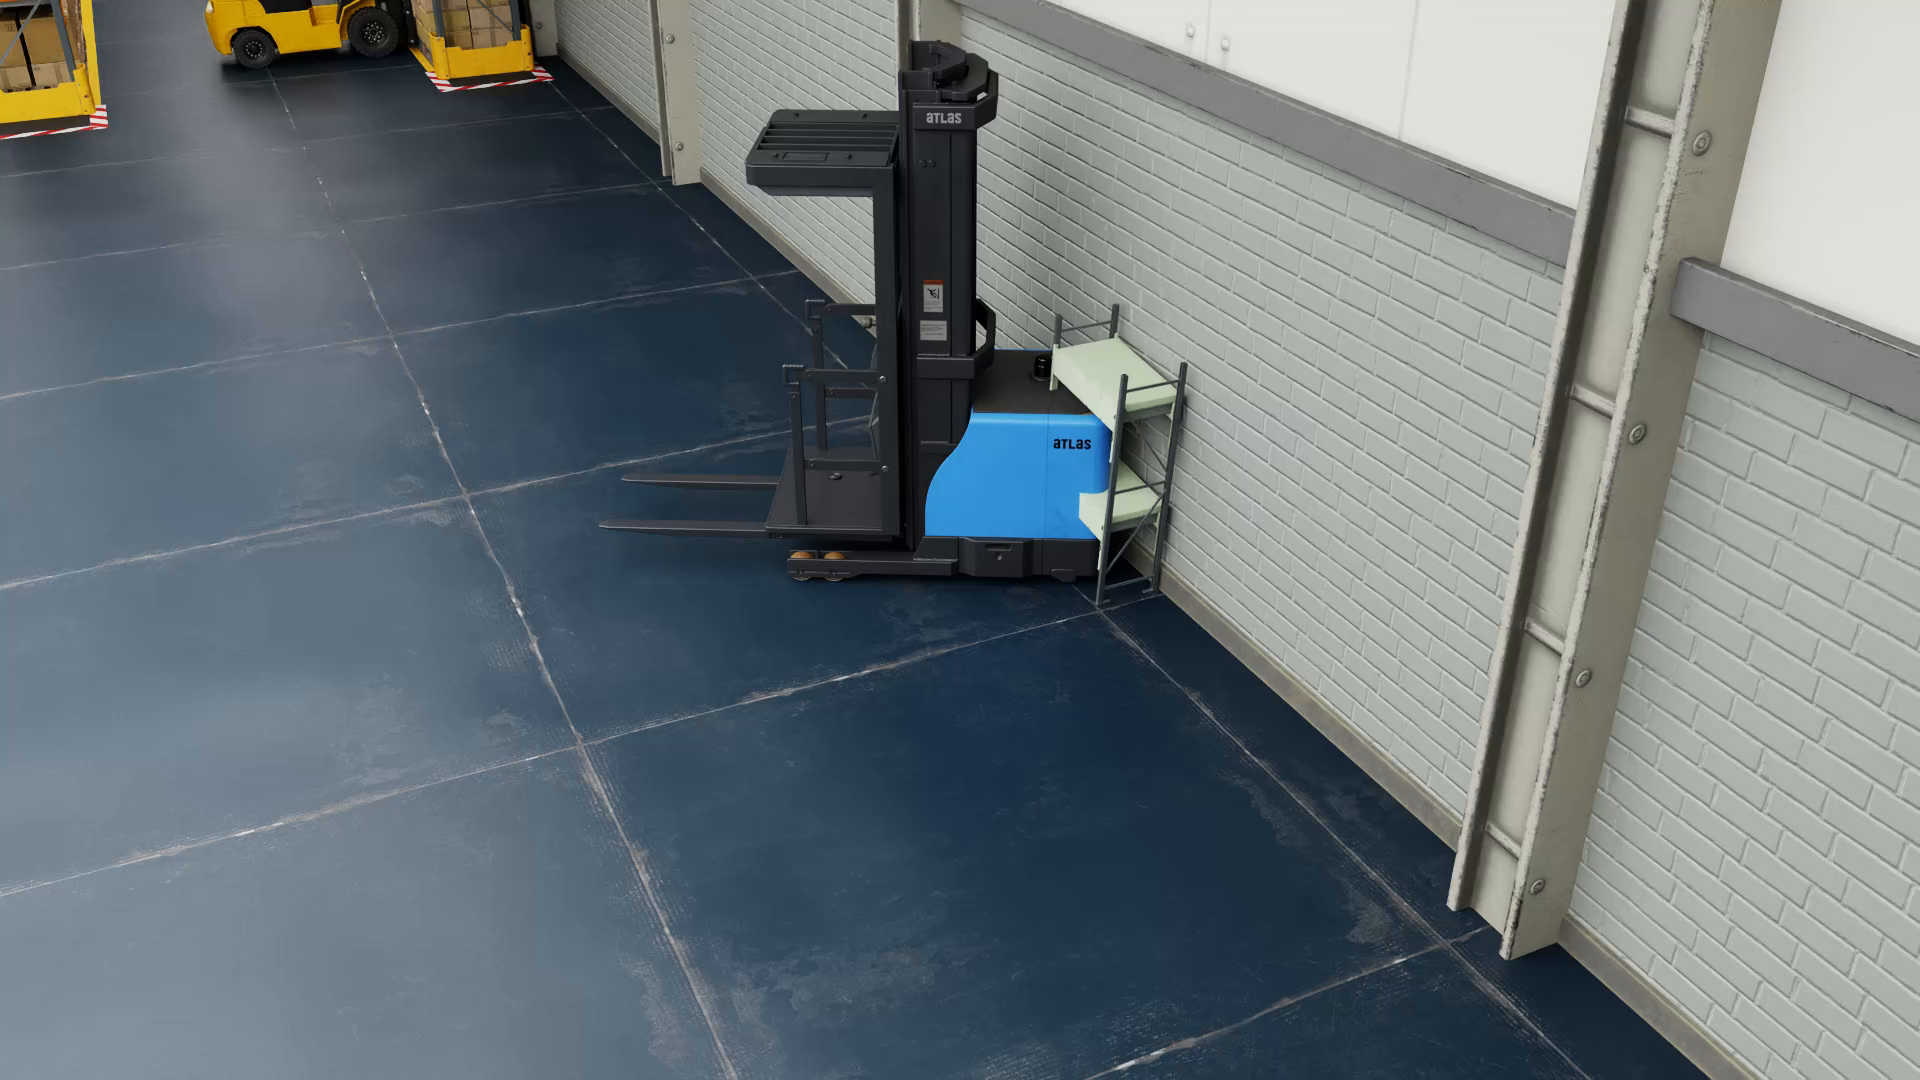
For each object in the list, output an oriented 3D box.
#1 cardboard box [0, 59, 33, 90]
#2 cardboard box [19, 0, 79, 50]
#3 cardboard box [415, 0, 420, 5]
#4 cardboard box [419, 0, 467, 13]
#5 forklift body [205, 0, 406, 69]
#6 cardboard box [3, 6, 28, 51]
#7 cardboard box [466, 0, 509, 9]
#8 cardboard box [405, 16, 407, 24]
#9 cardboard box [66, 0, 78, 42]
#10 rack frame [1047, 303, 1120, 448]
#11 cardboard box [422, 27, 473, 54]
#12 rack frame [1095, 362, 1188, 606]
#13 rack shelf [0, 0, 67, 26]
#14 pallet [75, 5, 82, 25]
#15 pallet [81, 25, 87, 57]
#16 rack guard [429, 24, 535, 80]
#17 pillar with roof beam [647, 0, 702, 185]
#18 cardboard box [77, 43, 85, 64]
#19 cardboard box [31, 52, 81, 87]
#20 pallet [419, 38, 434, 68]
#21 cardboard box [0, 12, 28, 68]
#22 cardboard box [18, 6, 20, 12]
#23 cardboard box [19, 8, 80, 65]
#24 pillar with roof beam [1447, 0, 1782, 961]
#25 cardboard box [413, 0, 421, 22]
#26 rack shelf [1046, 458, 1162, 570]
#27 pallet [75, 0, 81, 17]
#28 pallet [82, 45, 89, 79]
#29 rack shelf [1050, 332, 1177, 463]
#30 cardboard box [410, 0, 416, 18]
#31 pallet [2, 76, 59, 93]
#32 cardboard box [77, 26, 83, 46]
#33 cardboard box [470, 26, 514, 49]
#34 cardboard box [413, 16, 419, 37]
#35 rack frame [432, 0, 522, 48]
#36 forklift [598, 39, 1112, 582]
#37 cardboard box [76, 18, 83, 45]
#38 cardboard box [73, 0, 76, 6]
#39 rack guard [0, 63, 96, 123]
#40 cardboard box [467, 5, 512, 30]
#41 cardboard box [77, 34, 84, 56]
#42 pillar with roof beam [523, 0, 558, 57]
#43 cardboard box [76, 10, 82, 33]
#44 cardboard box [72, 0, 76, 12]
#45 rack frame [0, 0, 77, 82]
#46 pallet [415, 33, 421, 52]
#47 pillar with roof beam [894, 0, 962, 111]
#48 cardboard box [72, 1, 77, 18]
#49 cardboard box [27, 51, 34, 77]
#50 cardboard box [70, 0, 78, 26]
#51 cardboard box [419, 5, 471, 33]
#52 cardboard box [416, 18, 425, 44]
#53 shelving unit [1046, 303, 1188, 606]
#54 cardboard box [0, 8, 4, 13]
[{"bbox_3d":[-10.952,-5.350,19.079,0.500,0.250,0.500,-13,32,-22],"label":"cardboard box"},{"bbox_3d":[-10.688,-6.021,19.508,0.500,0.500,0.500,-14,32,-24],"label":"cardboard box"},{"bbox_3d":[-6.574,-6.881,20.787,0.500,0.250,0.500,-12,32,-21],"label":"cardboard box"},{"bbox_3d":[-6.350,-6.657,20.387,0.500,0.250,0.500,-12,31,-20],"label":"cardboard box"},{"bbox_3d":[-8.332,-7.183,20.834,2.313,2.155,1.214,-13,32,-22],"label":"forklift body"},{"bbox_3d":[-11.158,-5.895,19.284,0.500,0.500,0.500,-12,31,-20],"label":"cardboard box"},{"bbox_3d":[-5.906,-6.771,20.591,0.500,0.250,0.500,-14,32,-23],"label":"cardboard box"},{"bbox_3d":[-7.012,-6.893,21.831,0.500,0.250,0.500,-12,31,-20],"label":"cardboard box"},{"bbox_3d":[-10.895,-6.244,19.907,0.500,0.500,0.500,-12,32,-21],"label":"cardboard box"},{"bbox_3d":[0.684,-0.674,9.747,0.400,1.500,0.023,-13,38,-22],"label":"rack frame"},{"bbox_3d":[-6.357,-6.224,20.638,0.500,0.250,0.500,-13,32,-22],"label":"cardboard box"},{"bbox_3d":[0.997,-0.287,9.210,0.400,1.500,0.023,-13,38,-22],"label":"rack frame"},{"bbox_3d":[-11.210,-6.625,19.706,1.077,0.370,4.000,-13,32,-22],"label":"rack shelf"},{"bbox_3d":[-12.405,-6.949,22.400,1.003,0.211,1.213,-13,32,-22],"label":"pallet"},{"bbox_3d":[-11.749,-6.317,21.272,1.003,0.211,1.213,-13,32,-22],"label":"pallet"},{"bbox_3d":[-5.860,-5.998,20.408,1.175,0.500,0.348,-13,32,-22],"label":"rack guard"},{"bbox_3d":[-6.668,-6.658,12.896,9.100,9.000,0.400,-13,32,-22],"label":"pillar with roof beam"},{"bbox_3d":[-10.661,-5.680,19.668,0.500,0.250,0.500,-12,31,-20],"label":"cardboard box"},{"bbox_3d":[-10.448,-5.453,19.263,0.500,0.250,0.500,-13,32,-22],"label":"cardboard box"},{"bbox_3d":[-6.237,-6.212,21.085,1.003,0.211,1.213,-13,32,-22],"label":"pallet"},{"bbox_3d":[-10.931,-5.665,18.874,0.500,0.500,0.500,-13,32,-22],"label":"cardboard box"},{"bbox_3d":[-11.369,-6.119,19.684,0.500,0.500,0.500,-14,32,-23],"label":"cardboard box"},{"bbox_3d":[-10.459,-5.791,19.098,0.500,0.500,0.500,-14,32,-24],"label":"cardboard box"},{"bbox_3d":[-1.516,-1.357,3.443,9.100,9.000,0.400,-13,32,-22],"label":"pillar with roof beam"},{"bbox_3d":[-6.567,-6.674,20.929,0.500,0.250,0.500,-13,32,-22],"label":"cardboard box"},{"bbox_3d":[0.827,-0.213,9.664,0.431,0.370,0.720,-13,38,-22],"label":"rack shelf"},{"bbox_3d":[-12.932,-7.489,23.363,1.003,0.211,1.213,-13,32,-22],"label":"pallet"},{"bbox_3d":[-11.221,-5.777,20.309,1.003,0.211,1.213,-13,32,-22],"label":"pallet"},{"bbox_3d":[0.857,-0.802,9.257,0.431,0.370,0.720,-13,38,-22],"label":"rack shelf"},{"bbox_3d":[-6.808,-6.898,21.328,0.500,0.250,0.500,-14,32,-23],"label":"cardboard box"},{"bbox_3d":[-10.701,-5.239,19.349,1.003,0.211,1.213,-13,32,-22],"label":"pallet"},{"bbox_3d":[-11.121,-6.142,20.492,0.500,0.250,0.500,-13,32,-21],"label":"cardboard box"},{"bbox_3d":[-5.905,-6.341,20.846,0.500,0.250,0.500,-13,32,-22],"label":"cardboard box"},{"bbox_3d":[-6.769,-6.669,21.430,0.500,0.250,0.500,-13,32,-21],"label":"cardboard box"},{"bbox_3d":[-5.870,-7.099,19.816,1.000,3.000,0.127,-13,32,-22],"label":"rack frame"},{"bbox_3d":[-0.629,-1.293,9.532,3.031,2.935,1.130,1,29,2],"label":"forklift"},{"bbox_3d":[-11.335,-6.368,20.894,0.500,0.250,0.500,-14,32,-23],"label":"cardboard box"},{"bbox_3d":[-12.608,-7.407,22.623,0.950,0.372,0.625,-11,31,-19],"label":"cardboard box"},{"bbox_3d":[-10.384,-4.998,18.626,1.175,0.500,0.348,-13,32,-22],"label":"rack guard"},{"bbox_3d":[-5.885,-6.552,20.712,0.500,0.250,0.500,-12,32,-21],"label":"cardboard box"},{"bbox_3d":[-10.906,-5.919,20.093,0.500,0.250,0.500,-11,31,-19],"label":"cardboard box"},{"bbox_3d":[-9.243,-9.309,17.623,9.100,9.000,0.400,-13,32,-22],"label":"pillar with roof beam"},{"bbox_3d":[-11.572,-6.601,21.310,0.500,0.250,0.500,-12,31,-20],"label":"cardboard box"},{"bbox_3d":[-11.573,-6.928,21.126,0.500,0.500,0.500,-14,32,-23],"label":"cardboard box"},{"bbox_3d":[-10.352,-6.055,17.954,1.000,3.000,0.127,-13,32,-22],"label":"rack frame"},{"bbox_3d":[-6.756,-6.750,22.044,1.003,0.211,1.213,-13,32,-22],"label":"pallet"},{"bbox_3d":[-4.092,-4.008,8.169,9.100,9.000,0.400,-13,32,-22],"label":"pillar with roof beam"},{"bbox_3d":[-11.353,-6.704,20.726,0.500,0.500,0.500,-12,32,-21],"label":"cardboard box"},{"bbox_3d":[-11.157,-5.570,19.471,0.500,0.250,0.500,-13,32,-22],"label":"cardboard box"},{"bbox_3d":[-11.133,-6.479,20.325,0.500,0.500,0.500,-11,31,-19],"label":"cardboard box"},{"bbox_3d":[-6.362,-6.450,20.530,0.500,0.250,0.500,-14,32,-23],"label":"cardboard box"},{"bbox_3d":[-6.562,-6.446,21.033,0.500,0.250,0.500,-13,32,-22],"label":"cardboard box"},{"bbox_3d":[0.841,-0.481,9.479,0.431,1.500,0.755,-13,38,-22],"label":"shelving unit"},{"bbox_3d":[-11.150,-6.096,18.980,0.380,0.149,0.250,-12,31,-21],"label":"cardboard box"}]
